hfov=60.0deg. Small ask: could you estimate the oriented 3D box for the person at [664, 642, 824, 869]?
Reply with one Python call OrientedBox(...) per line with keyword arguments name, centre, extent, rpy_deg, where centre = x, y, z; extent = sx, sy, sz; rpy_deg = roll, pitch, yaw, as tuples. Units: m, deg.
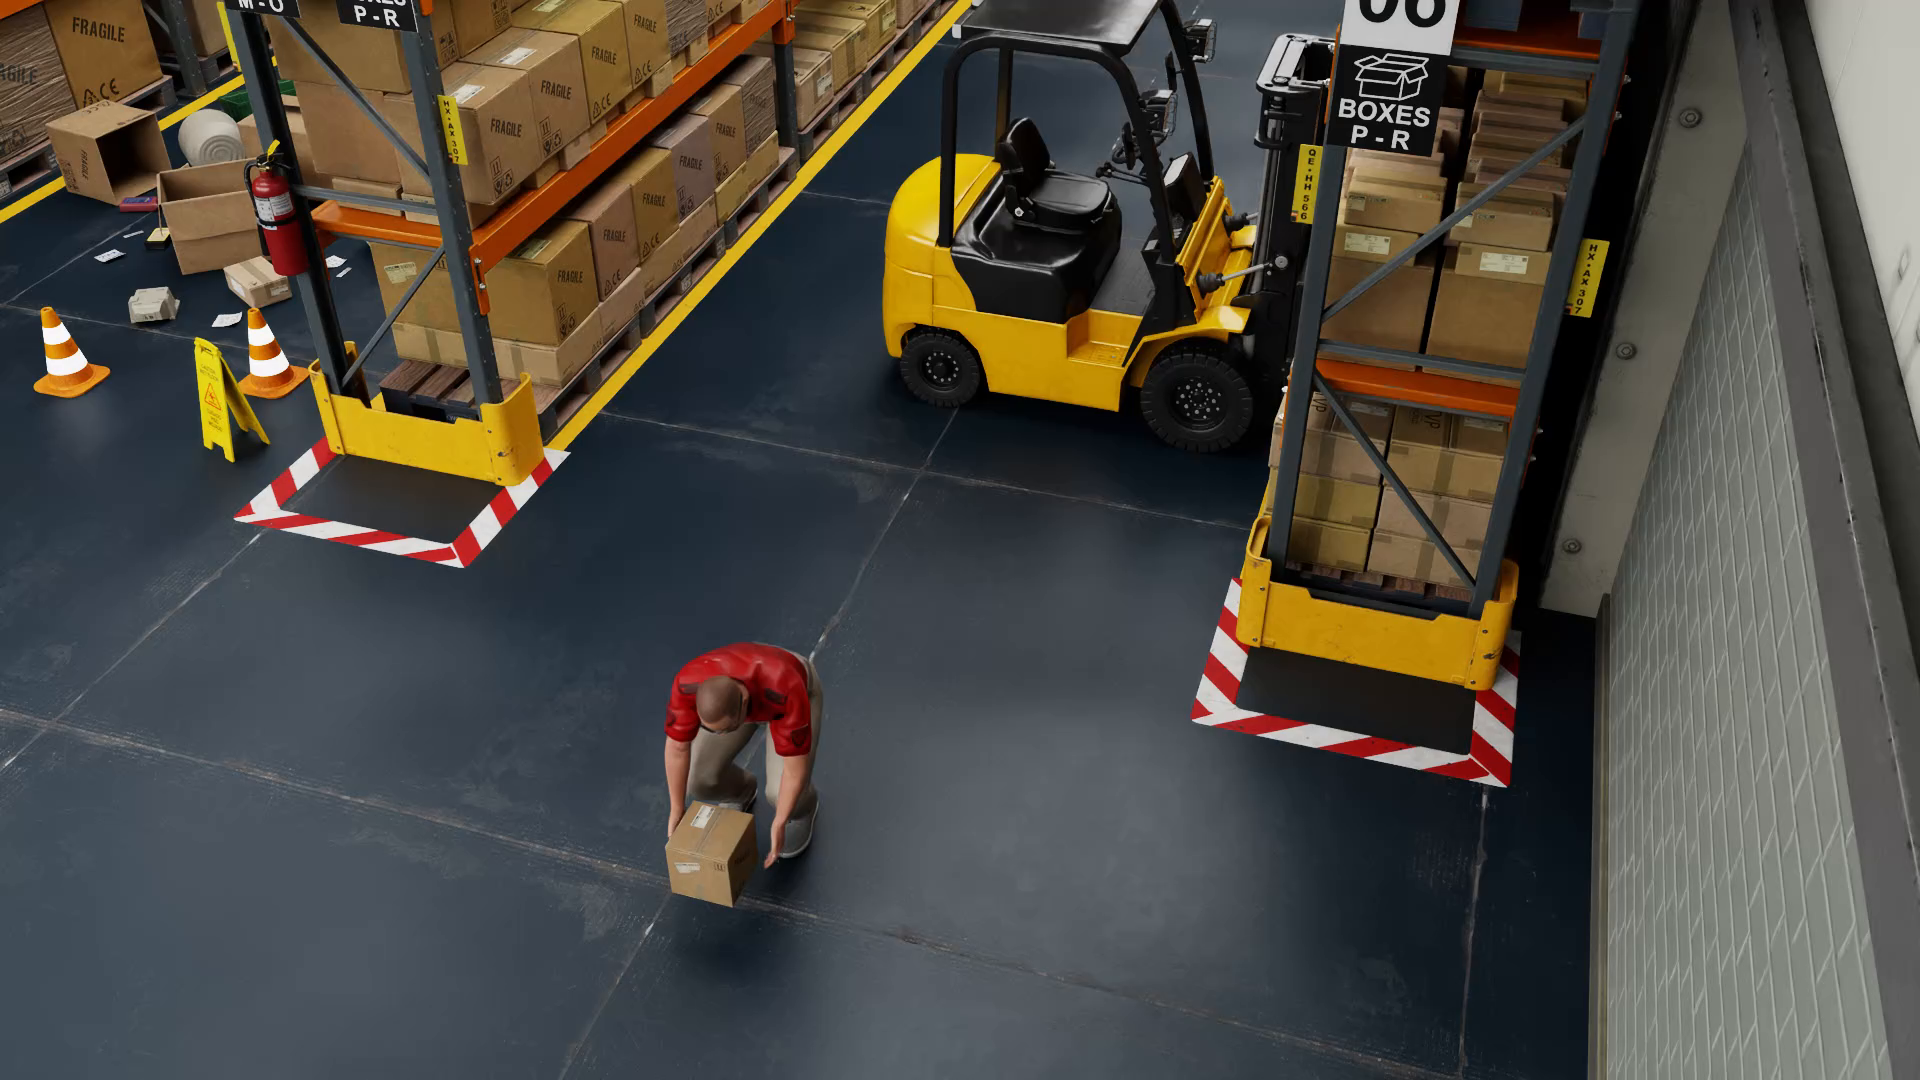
OrientedBox(name="person", centre=(-0.781, 0.763, 6.389), extent=(0.577, 1.130, 0.821), rpy_deg=(11, 38, 14))
